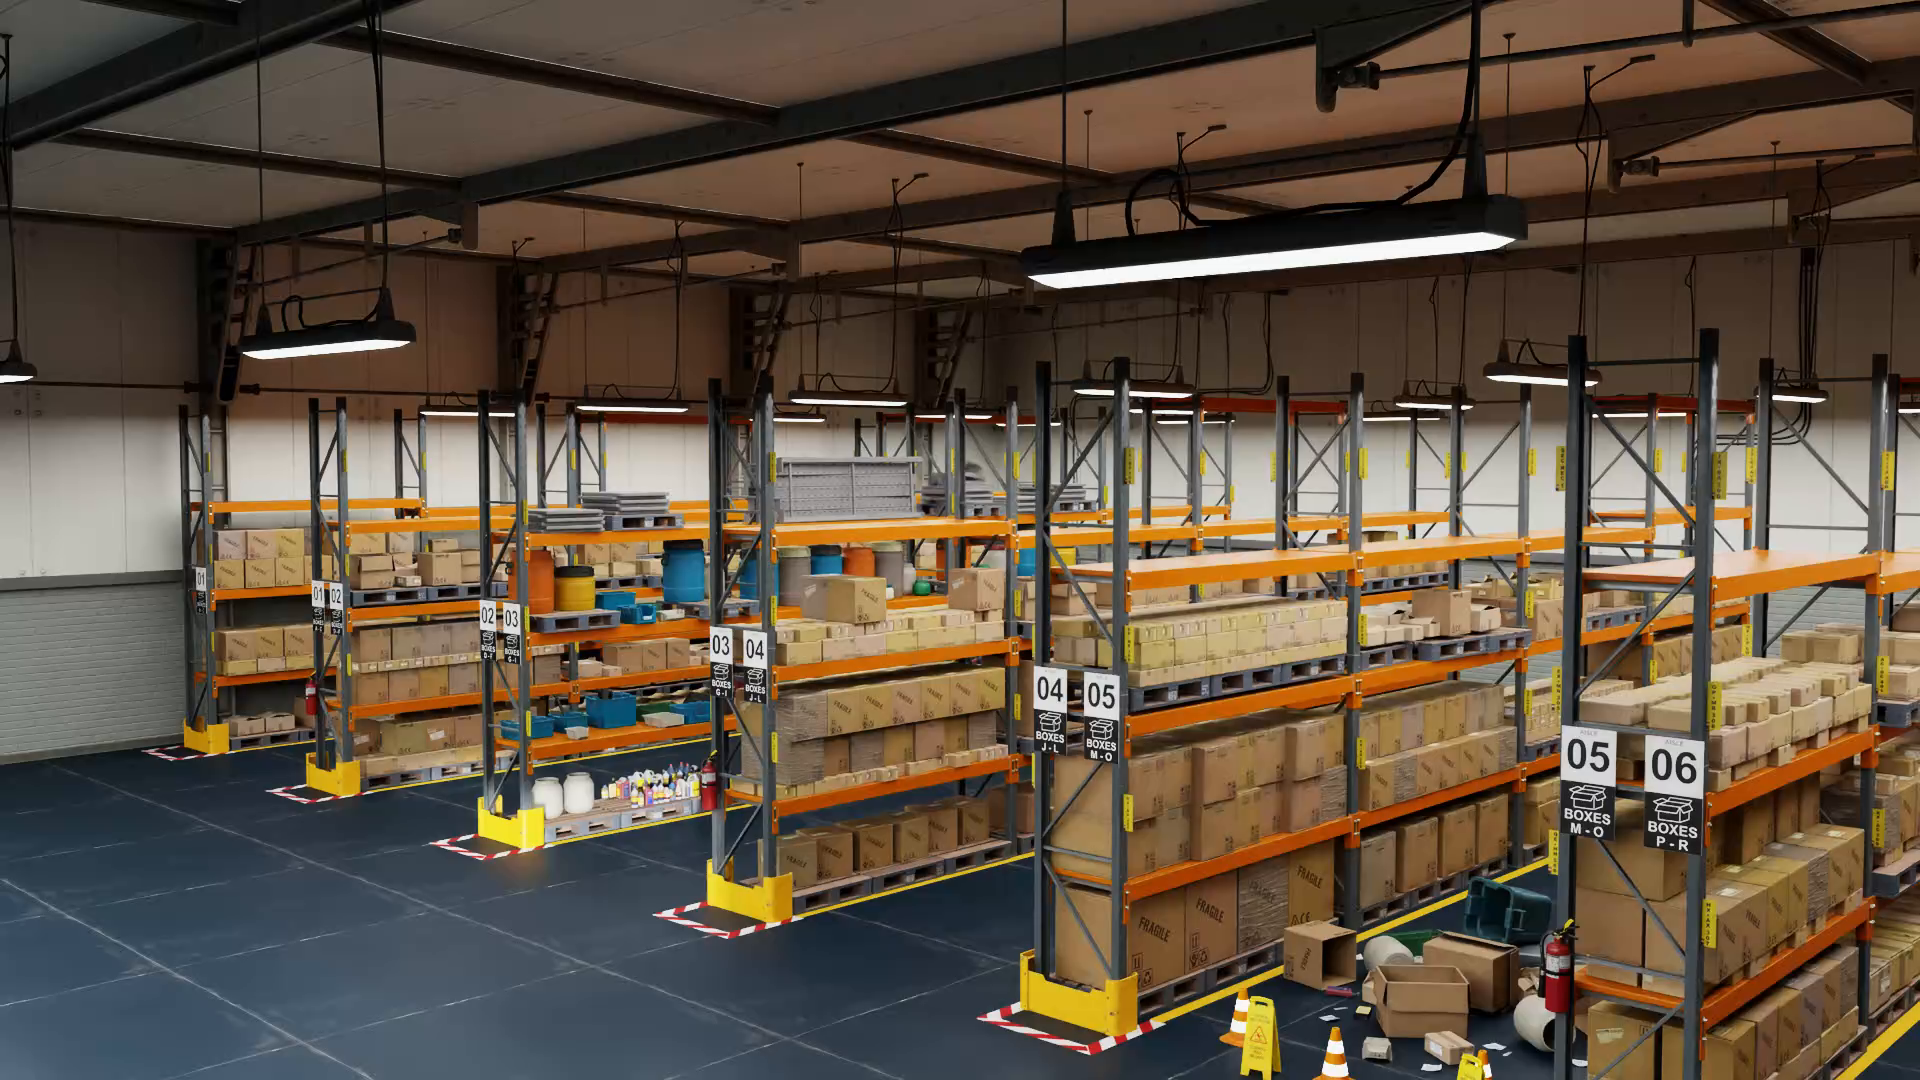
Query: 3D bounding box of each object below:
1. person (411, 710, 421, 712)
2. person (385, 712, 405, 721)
[{"bbox_3d":[-9.241,2.855,28.080,0.656,1.684,0.983,2,4,32],"label":"person"},{"bbox_3d":[-9.618,2.784,28.854,0.636,1.733,0.555,1,3,19],"label":"person"}]
